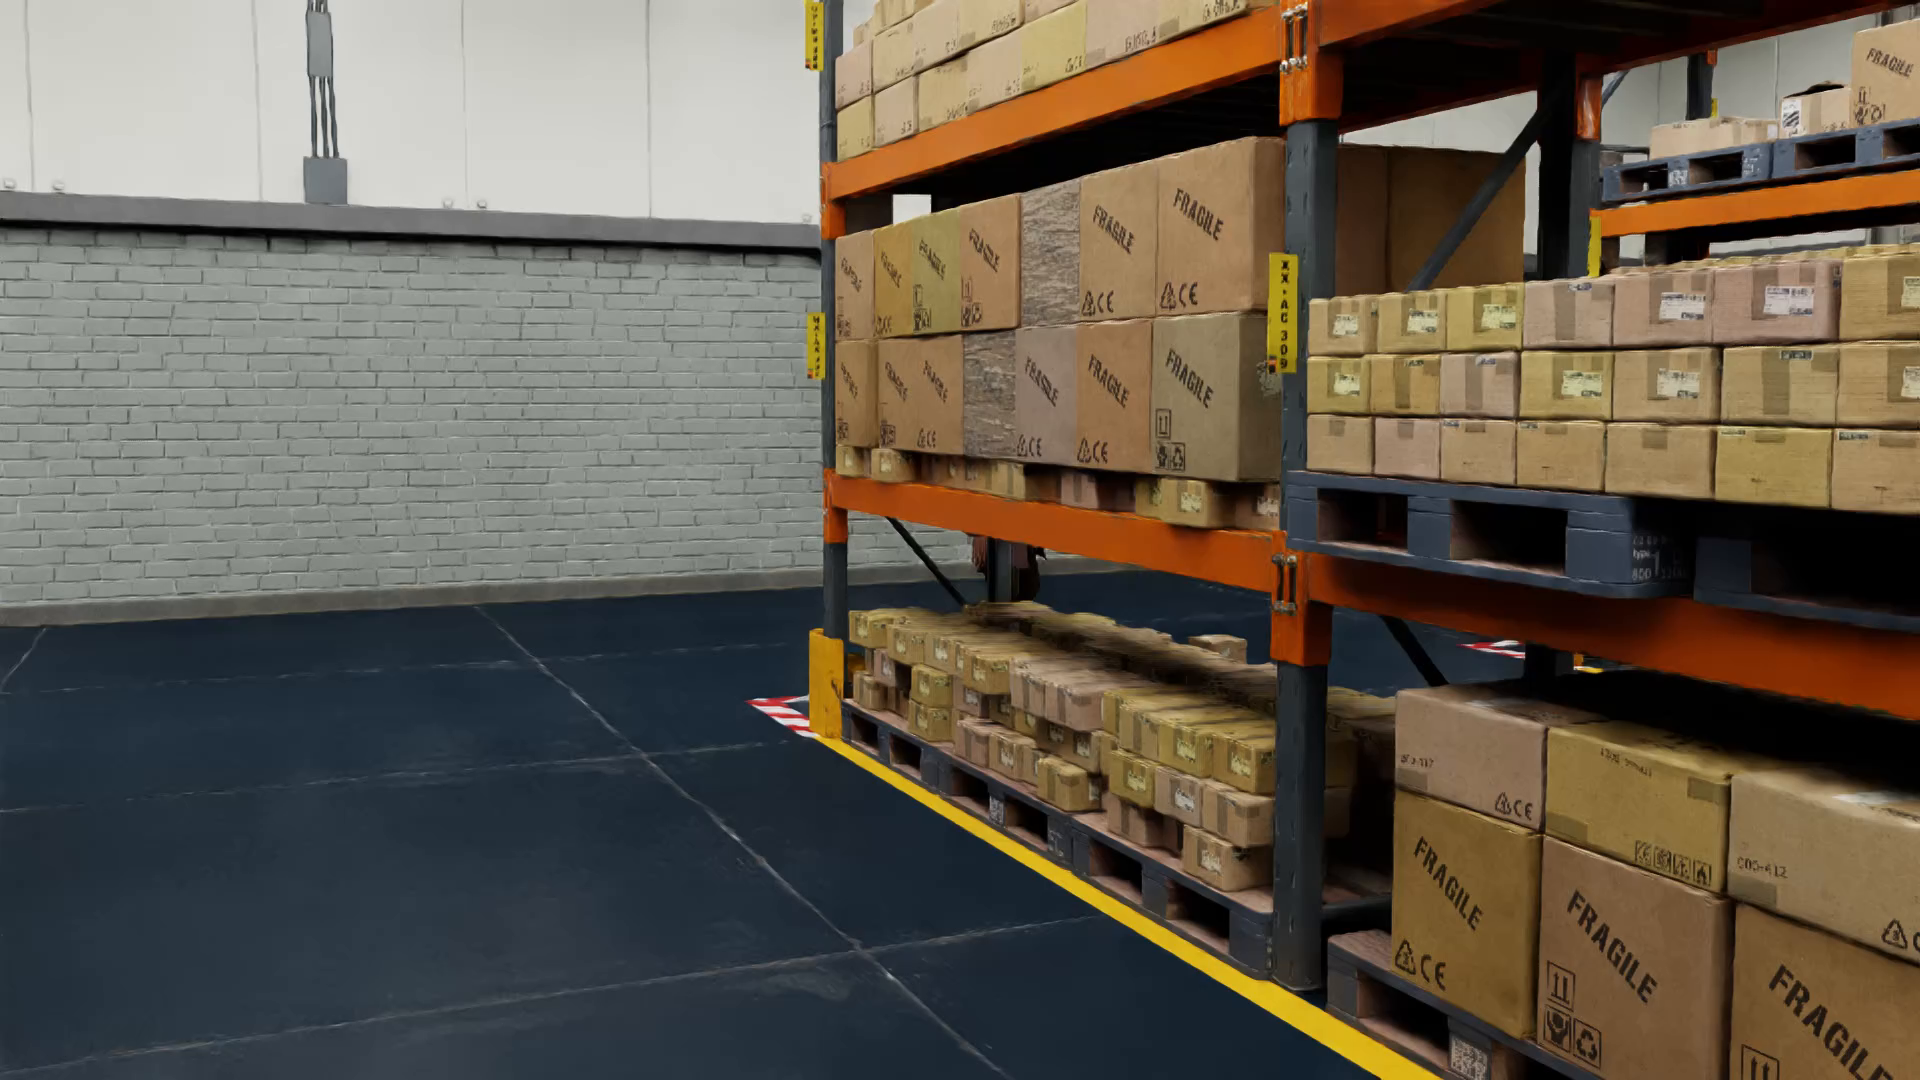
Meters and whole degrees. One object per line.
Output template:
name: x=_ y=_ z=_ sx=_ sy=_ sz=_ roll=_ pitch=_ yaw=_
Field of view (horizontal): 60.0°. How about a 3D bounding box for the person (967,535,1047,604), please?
person: x=0.197 y=-0.053 z=9.545 sx=0.678 sy=1.771 sz=0.700 roll=2 pitch=6 yaw=18
